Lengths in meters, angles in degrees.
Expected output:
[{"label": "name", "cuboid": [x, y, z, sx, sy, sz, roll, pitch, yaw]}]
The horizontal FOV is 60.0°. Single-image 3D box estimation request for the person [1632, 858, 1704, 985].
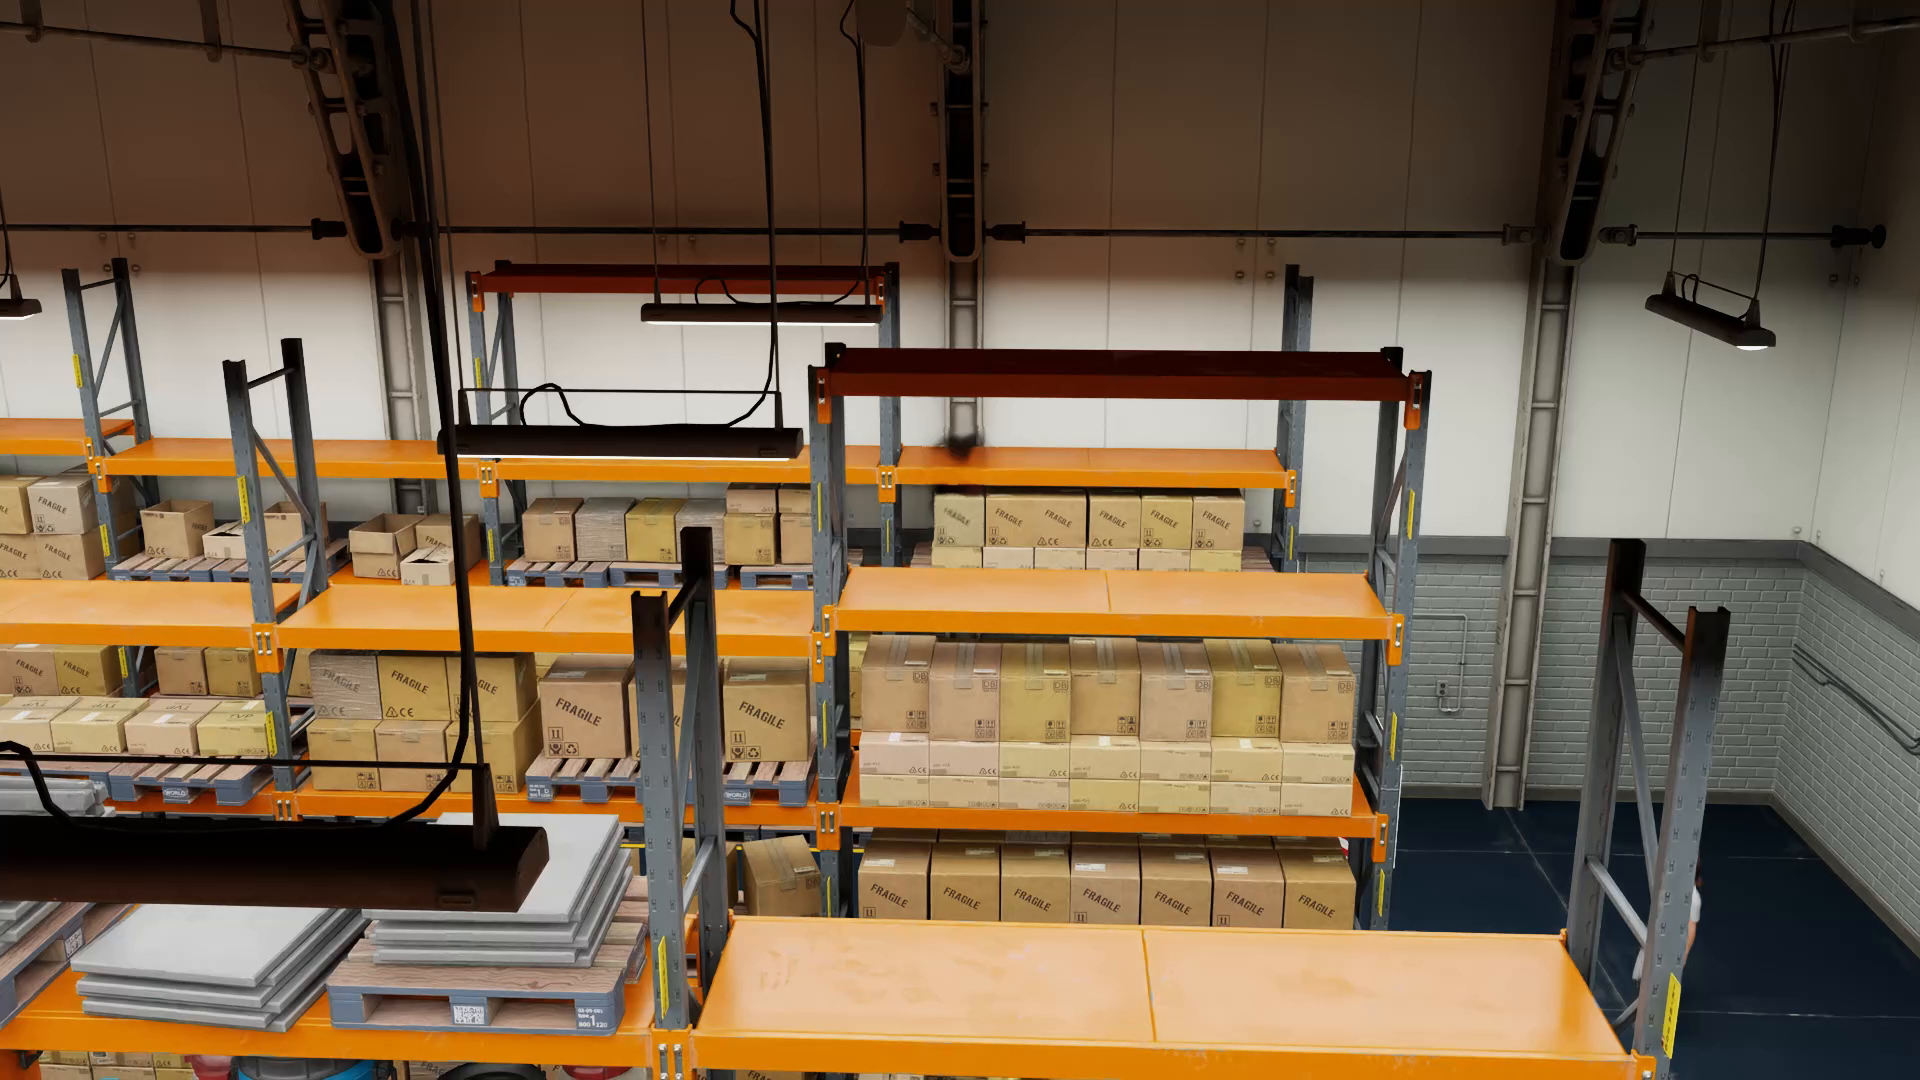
[{"label": "person", "cuboid": [5.999, 3.369, 13.999, 0.462, 1.646, 0.629, 15, 22, 41]}]
